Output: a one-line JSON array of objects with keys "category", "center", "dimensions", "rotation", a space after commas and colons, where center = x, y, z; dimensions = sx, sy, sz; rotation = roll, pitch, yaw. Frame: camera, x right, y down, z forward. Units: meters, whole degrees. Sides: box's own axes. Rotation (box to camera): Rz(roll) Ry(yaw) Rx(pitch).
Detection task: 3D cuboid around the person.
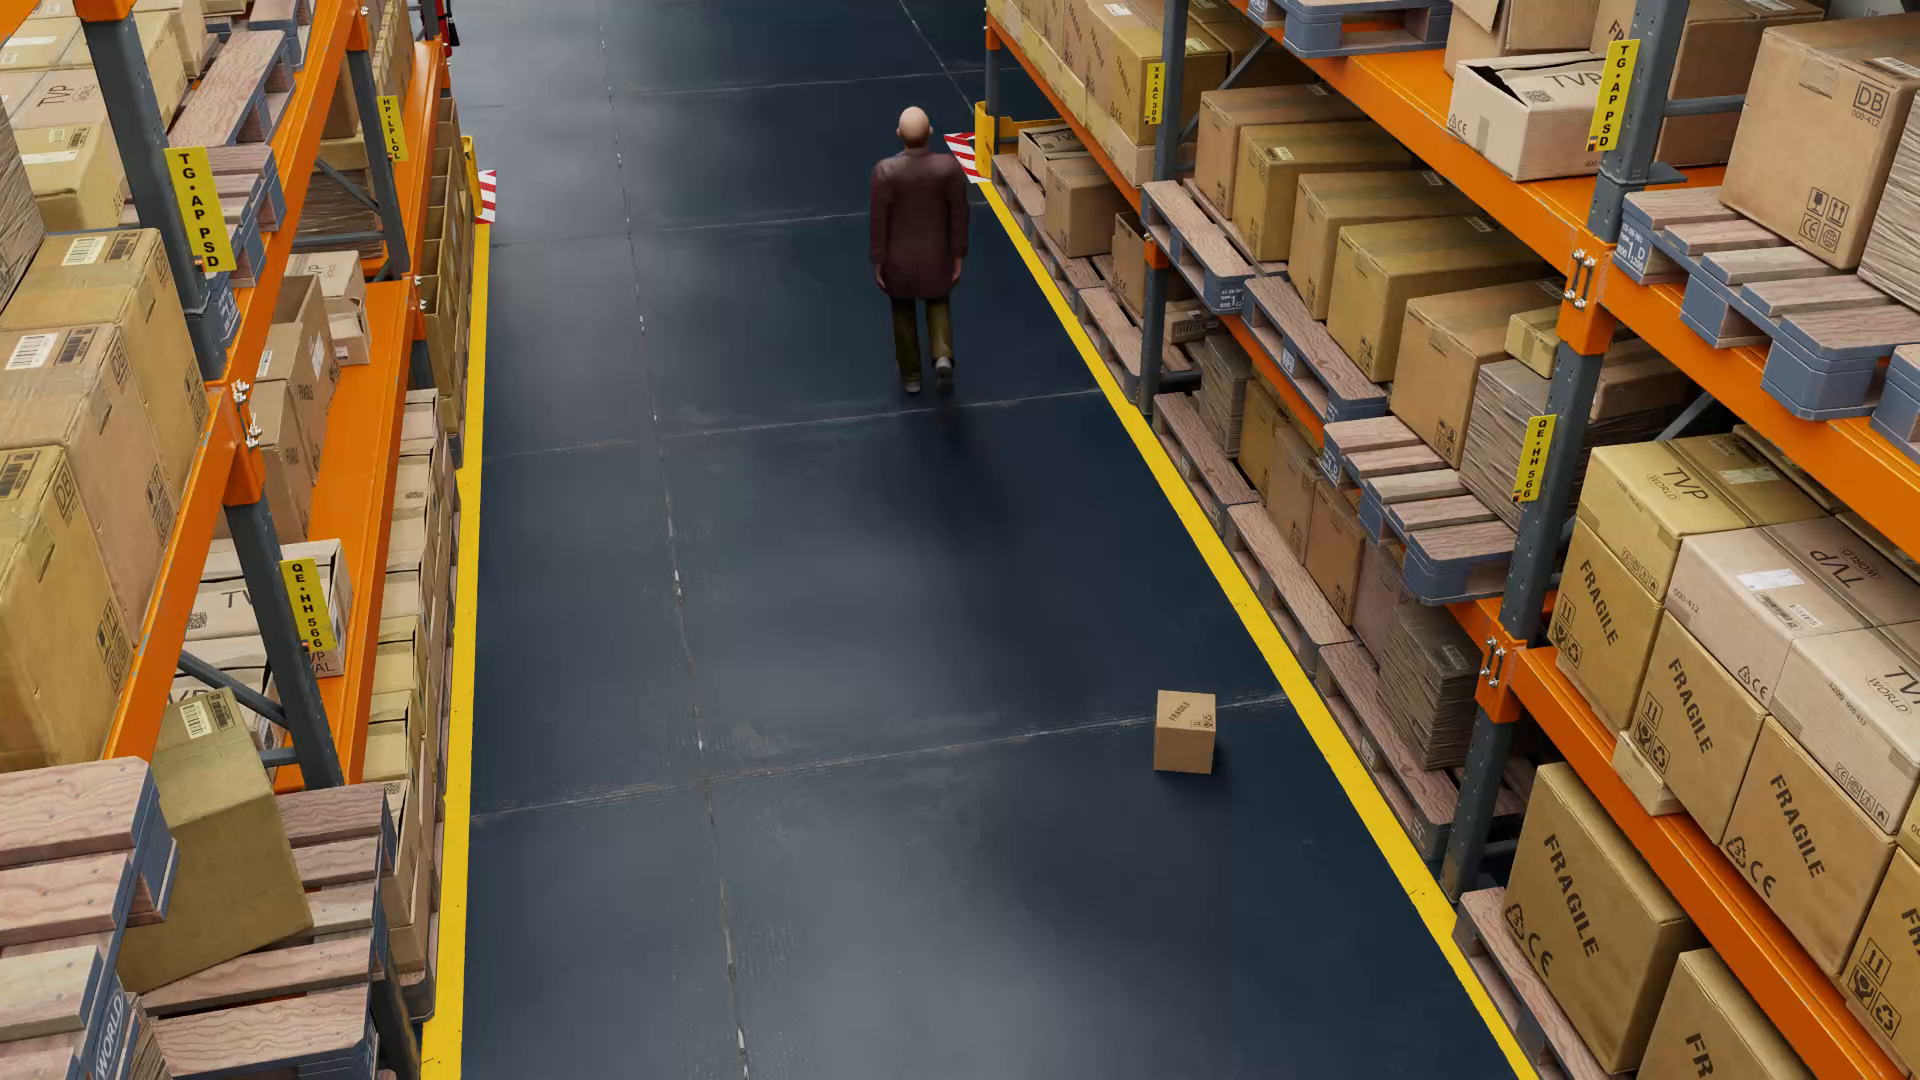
[{"category": "person", "center": [-0.232, -1.625, 9.546], "dimensions": [0.576, 1.760, 0.722], "rotation": [-6, 34, -8]}]
